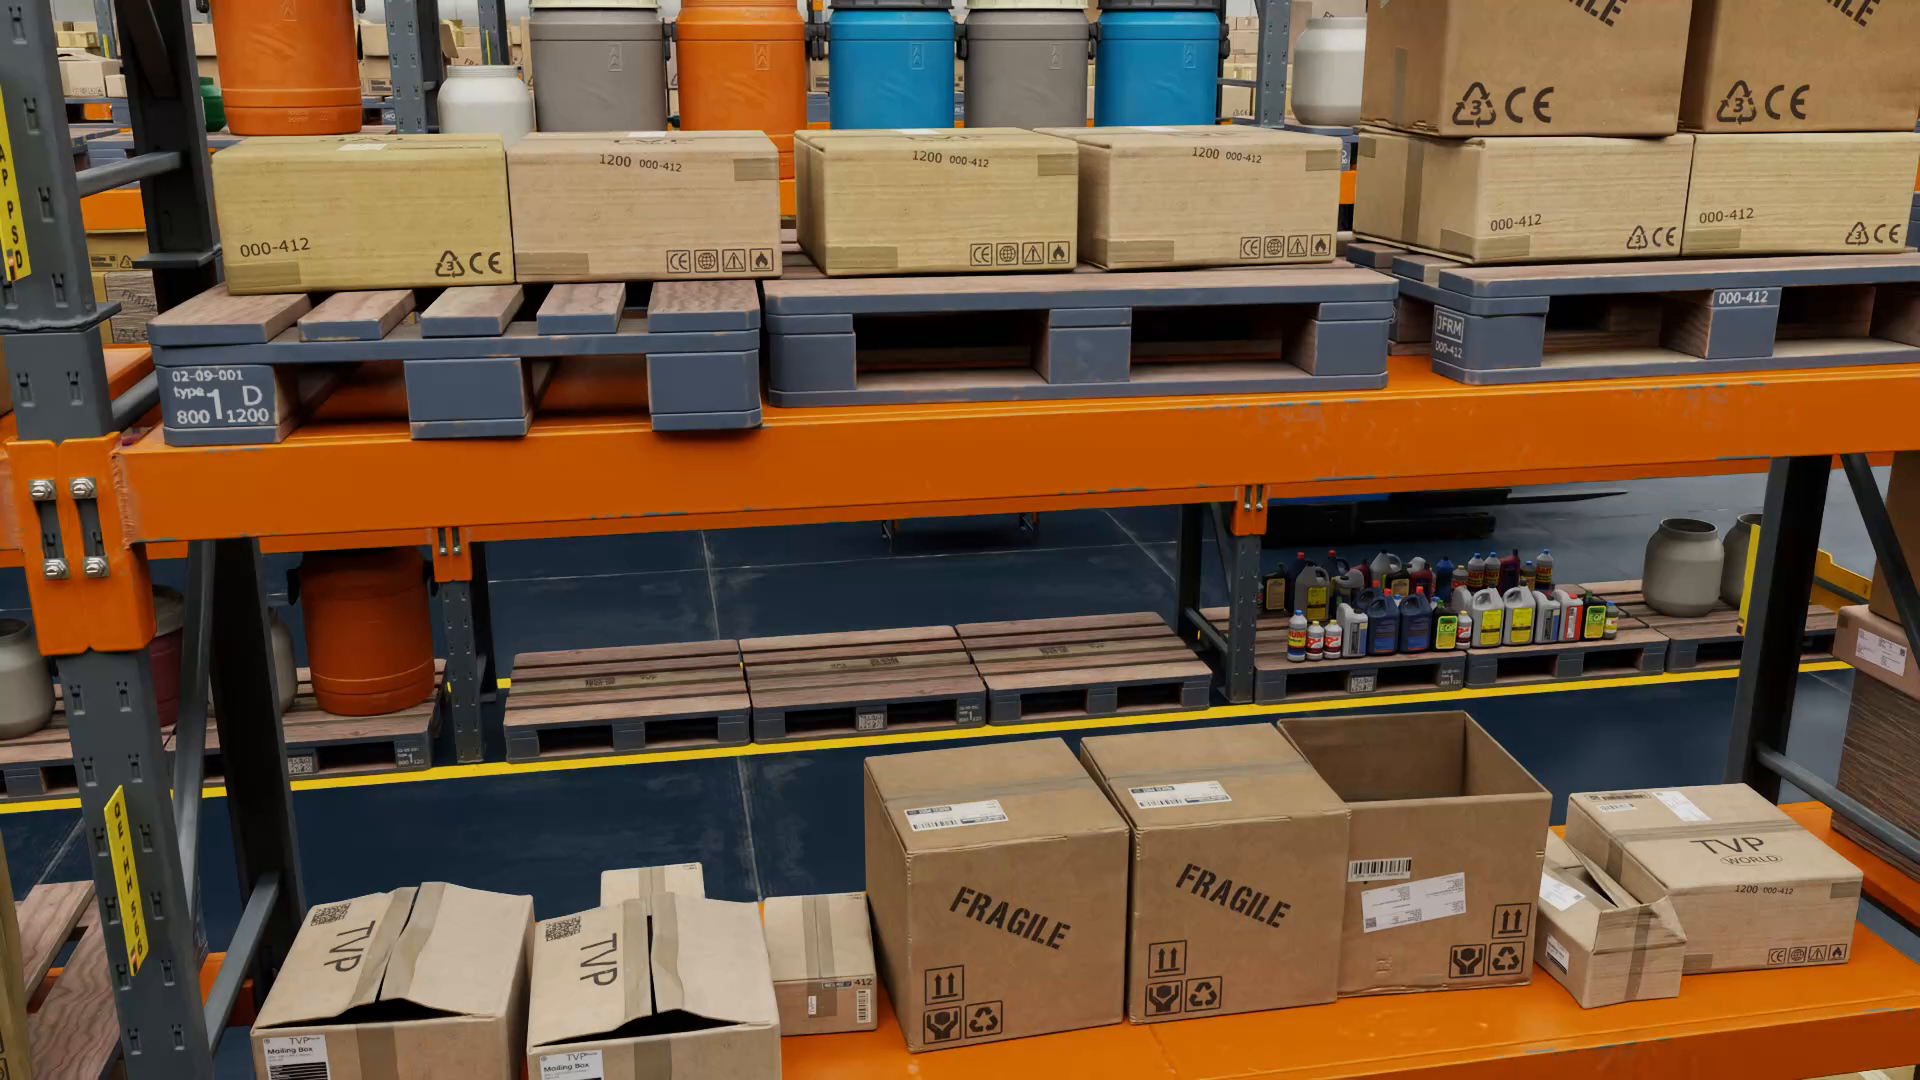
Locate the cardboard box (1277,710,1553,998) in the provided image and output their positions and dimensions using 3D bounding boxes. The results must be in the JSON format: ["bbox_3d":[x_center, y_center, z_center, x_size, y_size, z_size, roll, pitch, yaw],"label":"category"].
[{"bbox_3d":[1.079,0.754,4.076,0.500,0.500,0.500,-2,17,-6],"label":"cardboard box"}]

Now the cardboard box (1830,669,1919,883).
[{"bbox_3d":[2.788,0.660,4.382,0.500,0.500,0.700,-4,17,-12],"label":"cardboard box"}]

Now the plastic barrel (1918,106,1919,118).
[{"bbox_3d":[4.892,-2.692,8.913,0.708,0.830,0.600,-3,17,-10],"label":"plastic barrel"}]

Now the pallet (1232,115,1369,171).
[{"bbox_3d":[2.108,-2.105,8.770,1.003,0.211,1.213,-3,17,-10],"label":"pallet"}]

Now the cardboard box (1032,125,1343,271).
[{"bbox_3d":[0.465,-0.739,3.541,0.500,0.250,0.500,-5,18,-15],"label":"cardboard box"}]

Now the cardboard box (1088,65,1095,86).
[{"bbox_3d":[1.104,-3.638,13.014,0.250,0.149,0.380,-4,18,-13],"label":"cardboard box"}]

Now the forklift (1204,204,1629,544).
[{"bbox_3d":[3.362,-1.559,11.897,3.031,2.935,1.130,-3,17,-10],"label":"forklift"}]

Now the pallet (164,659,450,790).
[{"bbox_3d":[-3.276,0.918,8.462,1.213,0.211,1.003,-3,17,-10],"label":"pallet"}]

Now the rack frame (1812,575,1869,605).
[{"bbox_3d":[5.345,-0.916,9.686,0.127,3.000,1.000,-3,17,-10],"label":"rack frame"}]

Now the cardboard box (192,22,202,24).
[{"bbox_3d":[-9.874,-6.290,21.018,0.500,0.500,0.500,-3,17,-10],"label":"cardboard box"}]

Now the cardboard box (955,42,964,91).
[{"bbox_3d":[-0.002,-3.808,13.099,0.637,0.503,0.797,-4,18,-13],"label":"cardboard box"}]

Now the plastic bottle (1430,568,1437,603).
[{"bbox_3d":[2.772,0.264,9.860,0.097,0.201,0.097,0,17,0],"label":"plastic bottle"}]

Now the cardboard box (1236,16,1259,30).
[{"bbox_3d":[3.052,-5.593,17.987,0.250,0.149,0.380,-3,17,-10],"label":"cardboard box"}]

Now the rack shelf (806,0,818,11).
[{"bbox_3d":[-4.311,-8.630,26.489,4.000,0.370,1.077,-3,17,-10],"label":"rack shelf"}]

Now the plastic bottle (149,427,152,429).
[{"bbox_3d":[-4.022,-0.428,8.316,0.097,0.271,0.097,0,17,0],"label":"plastic bottle"}]

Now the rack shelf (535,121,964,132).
[{"bbox_3d":[-1.486,-3.100,12.911,4.000,0.370,1.077,-3,17,-10],"label":"rack shelf"}]

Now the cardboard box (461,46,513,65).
[{"bbox_3d":[-4.902,-4.860,17.248,0.500,0.500,0.500,-3,17,-10],"label":"cardboard box"}]

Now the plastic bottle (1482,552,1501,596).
[{"bbox_3d":[3.169,0.208,9.923,0.097,0.271,0.097,0,17,0],"label":"plastic bottle"}]

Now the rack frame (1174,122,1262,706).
[{"bbox_3d":[1.418,-0.693,8.960,0.127,3.000,1.000,-3,17,-10],"label":"rack frame"}]

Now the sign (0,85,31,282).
[{"bbox_3d":[-1.473,-0.567,2.559,0.005,0.325,0.100,-3,17,-10],"label":"sign"}]

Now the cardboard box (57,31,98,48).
[{"bbox_3d":[-8.474,-4.806,15.968,0.250,0.149,0.380,-4,18,-13],"label":"cardboard box"}]

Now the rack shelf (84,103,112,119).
[{"bbox_3d":[-10.182,-4.090,16.134,4.000,0.370,1.077,-3,17,-10],"label":"rack shelf"}]

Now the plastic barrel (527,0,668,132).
[{"bbox_3d":[-1.662,-2.127,7.666,0.600,0.901,0.600,0,17,0],"label":"plastic barrel"}]

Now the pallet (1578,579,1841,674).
[{"bbox_3d":[4.481,0.478,9.895,1.213,0.211,1.003,-3,17,-10],"label":"pallet"}]

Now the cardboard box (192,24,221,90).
[{"bbox_3d":[-5.451,-3.462,11.976,0.637,0.503,0.797,-3,17,-11],"label":"cardboard box"}]

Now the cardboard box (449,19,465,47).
[{"bbox_3d":[-5.247,-5.210,17.082,0.258,0.266,0.396,-3,17,-10],"label":"cardboard box"}]

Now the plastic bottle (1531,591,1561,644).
[{"bbox_3d":[3.236,0.418,9.231,0.135,0.276,0.152,-4,17,-12],"label":"plastic bottle"}]

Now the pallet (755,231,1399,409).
[{"bbox_3d":[0.173,-0.513,3.585,1.213,0.211,1.003,-2,17,-8],"label":"pallet"}]

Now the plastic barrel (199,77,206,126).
[{"bbox_3d":[-3.535,-1.937,7.421,0.301,0.262,0.301,0,17,0],"label":"plastic barrel"}]

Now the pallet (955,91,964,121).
[{"bbox_3d":[-0.148,-3.462,13.184,1.003,0.211,1.213,-3,17,-10],"label":"pallet"}]

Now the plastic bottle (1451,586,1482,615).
[{"bbox_3d":[2.839,0.398,9.298,0.135,0.276,0.152,-3,17,-10],"label":"plastic bottle"}]

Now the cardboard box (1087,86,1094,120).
[{"bbox_3d":[0.968,-3.435,13.032,0.500,0.250,0.500,-4,18,-13],"label":"cardboard box"}]

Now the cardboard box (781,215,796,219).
[{"bbox_3d":[-1.818,-3.442,17.739,0.500,0.500,0.500,-3,17,-10],"label":"cardboard box"}]

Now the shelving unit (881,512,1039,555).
[{"bbox_3d":[-0.007,-0.537,11.645,1.048,1.125,0.538,-3,17,-10],"label":"shelving unit"}]

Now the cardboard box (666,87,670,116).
[{"bbox_3d":[-2.051,-3.416,12.973,0.500,0.250,0.500,-3,17,-9],"label":"cardboard box"}]

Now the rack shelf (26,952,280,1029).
[{"bbox_3d":[-3.537,1.413,3.328,4.000,0.370,1.077,-3,17,-10],"label":"rack shelf"}]

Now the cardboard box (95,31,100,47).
[{"bbox_3d":[-8.550,-4.956,16.456,0.250,0.149,0.380,-4,17,-11],"label":"cardboard box"}]

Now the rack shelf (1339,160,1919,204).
[{"bbox_3d":[3.381,-1.895,8.988,4.000,0.370,1.077,-3,17,-10],"label":"rack shelf"}]

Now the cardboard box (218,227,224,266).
[{"bbox_3d":[-5.468,-2.315,12.361,0.637,0.503,0.797,-3,17,-9],"label":"cardboard box"}]

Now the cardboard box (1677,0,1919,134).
[{"bbox_3d":[1.741,-1.164,3.646,0.500,0.500,0.500,-3,17,-10],"label":"cardboard box"}]

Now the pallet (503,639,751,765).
[{"bbox_3d":[-1.742,0.830,8.748,1.213,0.211,1.003,-3,17,-10],"label":"pallet"}]

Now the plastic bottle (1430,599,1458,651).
[{"bbox_3d":[2.644,0.462,9.076,0.133,0.283,0.061,-2,17,-8],"label":"plastic bottle"}]

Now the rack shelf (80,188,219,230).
[{"bbox_3d":[-4.473,-1.449,7.537,4.000,0.370,1.077,-3,17,-10],"label":"rack shelf"}]

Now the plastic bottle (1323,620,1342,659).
[{"bbox_3d":[2.013,0.531,8.990,0.097,0.201,0.097,0,17,0],"label":"plastic bottle"}]

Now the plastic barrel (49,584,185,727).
[{"bbox_3d":[-4.096,0.577,8.218,0.708,0.588,0.600,-3,17,-10],"label":"plastic barrel"}]

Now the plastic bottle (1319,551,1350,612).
[{"bbox_3d":[2.184,0.233,9.707,0.185,0.351,0.144,-4,18,-13],"label":"plastic bottle"}]

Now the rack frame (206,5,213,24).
[{"bbox_3d":[-9.257,-7.400,20.579,0.127,3.000,1.000,-3,17,-10],"label":"rack frame"}]

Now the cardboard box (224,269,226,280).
[{"bbox_3d":[-5.386,-1.763,12.273,0.500,0.500,0.500,-3,17,-9],"label":"cardboard box"}]

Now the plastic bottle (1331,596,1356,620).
[{"bbox_3d":[2.105,0.447,9.125,0.133,0.283,0.061,-3,17,-10],"label":"plastic bottle"}]

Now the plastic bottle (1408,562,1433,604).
[{"bbox_3d":[2.682,0.270,9.701,0.133,0.283,0.061,-3,17,-10],"label":"plastic bottle"}]

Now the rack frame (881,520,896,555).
[{"bbox_3d":[-0.506,-0.509,11.553,0.032,1.125,0.500,-3,17,-10],"label":"rack frame"}]

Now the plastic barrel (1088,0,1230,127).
[{"bbox_3d":[0.960,-2.276,8.150,0.708,0.901,0.600,-3,17,-10],"label":"plastic barrel"}]

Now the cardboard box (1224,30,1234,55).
[{"bbox_3d":[2.645,-5.397,18.029,0.500,0.250,0.500,-3,17,-10],"label":"cardboard box"}]

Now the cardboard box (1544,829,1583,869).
[{"bbox_3d":[1.445,0.845,4.379,0.250,0.149,0.380,-3,17,-10],"label":"cardboard box"}]

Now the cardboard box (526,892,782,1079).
[{"bbox_3d":[-0.659,1.006,3.579,0.500,0.311,0.500,-3,17,-11],"label":"cardboard box"}]

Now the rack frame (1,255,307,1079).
[{"bbox_3d":[-1.574,0.958,3.585,0.127,3.000,1.000,-3,17,-10],"label":"rack frame"}]
